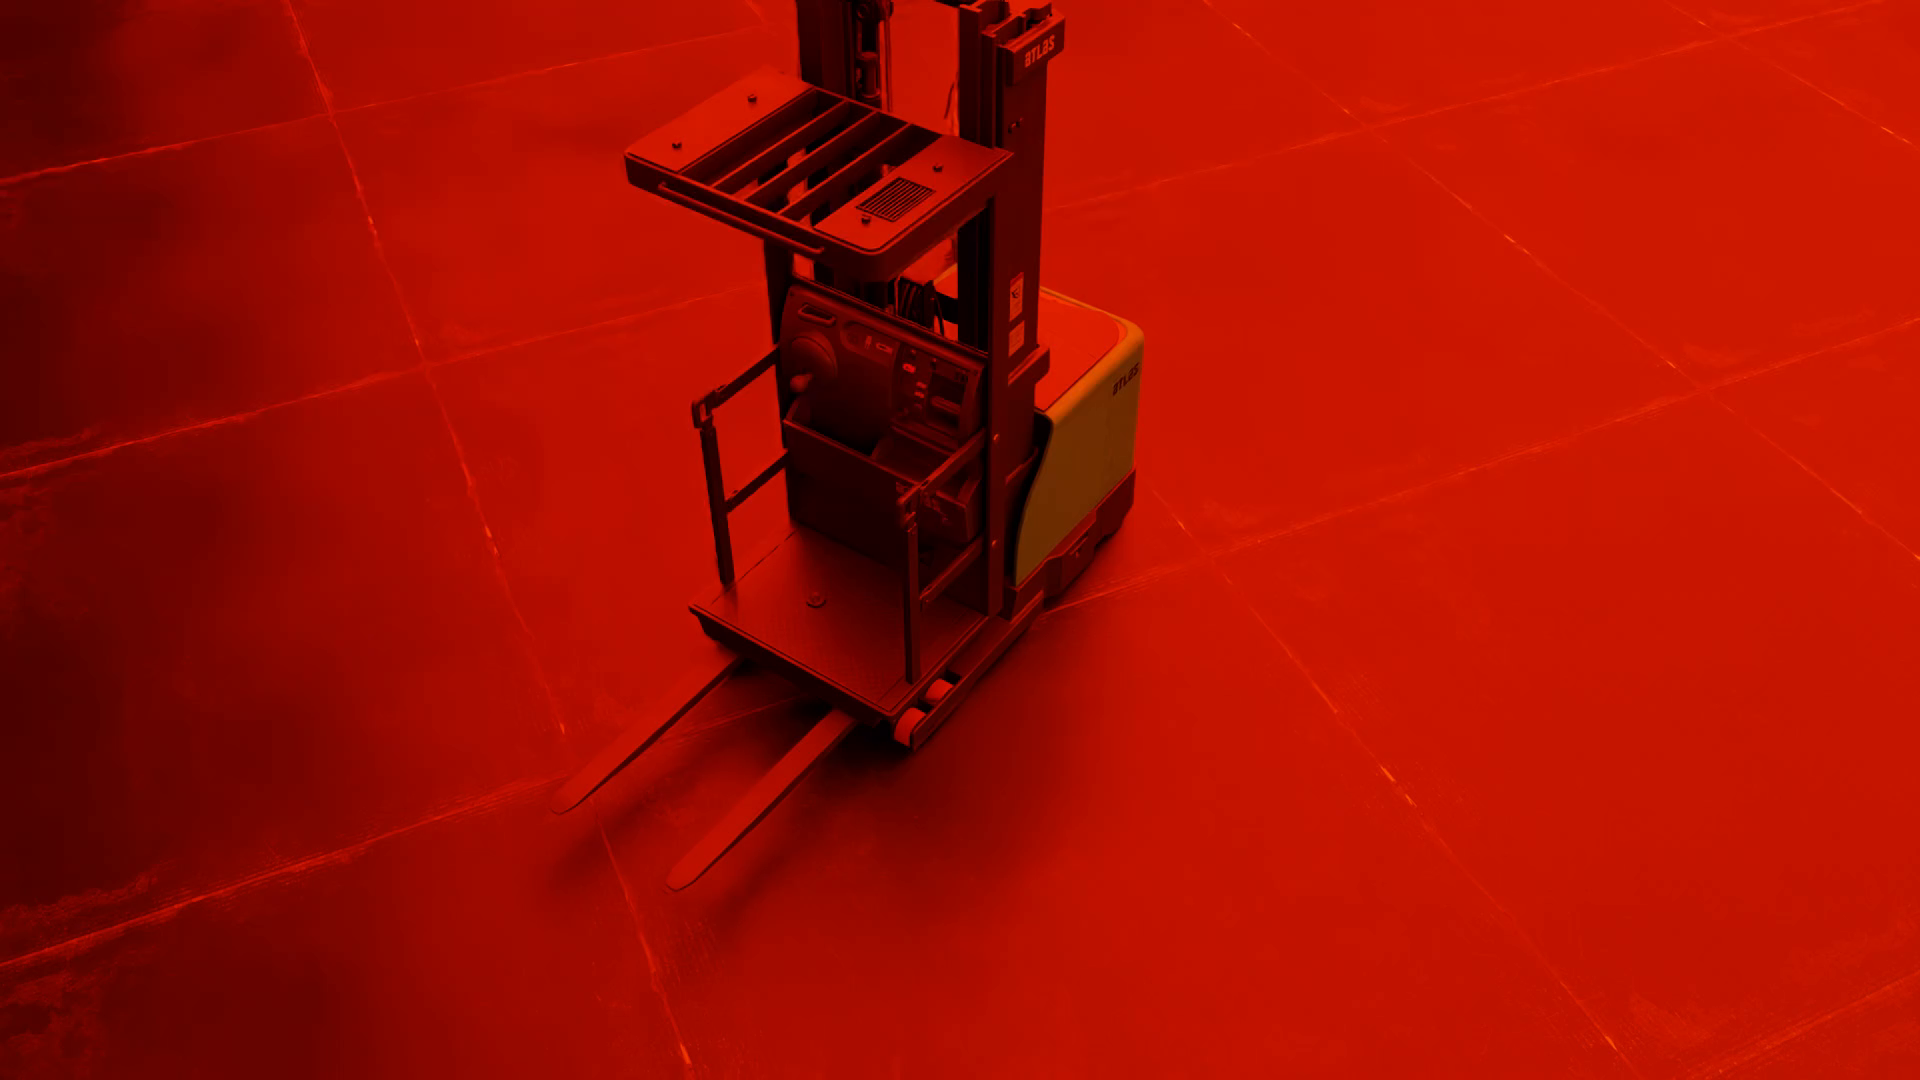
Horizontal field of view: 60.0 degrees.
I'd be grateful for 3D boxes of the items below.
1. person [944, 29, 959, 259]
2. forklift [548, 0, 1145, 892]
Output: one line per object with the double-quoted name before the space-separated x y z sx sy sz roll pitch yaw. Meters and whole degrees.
"person" 0.171 -2.082 8.934 0.569 1.665 0.736 -18 46 -18
"forklift" -0.439 -0.589 6.311 1.130 2.935 3.031 26 49 25
